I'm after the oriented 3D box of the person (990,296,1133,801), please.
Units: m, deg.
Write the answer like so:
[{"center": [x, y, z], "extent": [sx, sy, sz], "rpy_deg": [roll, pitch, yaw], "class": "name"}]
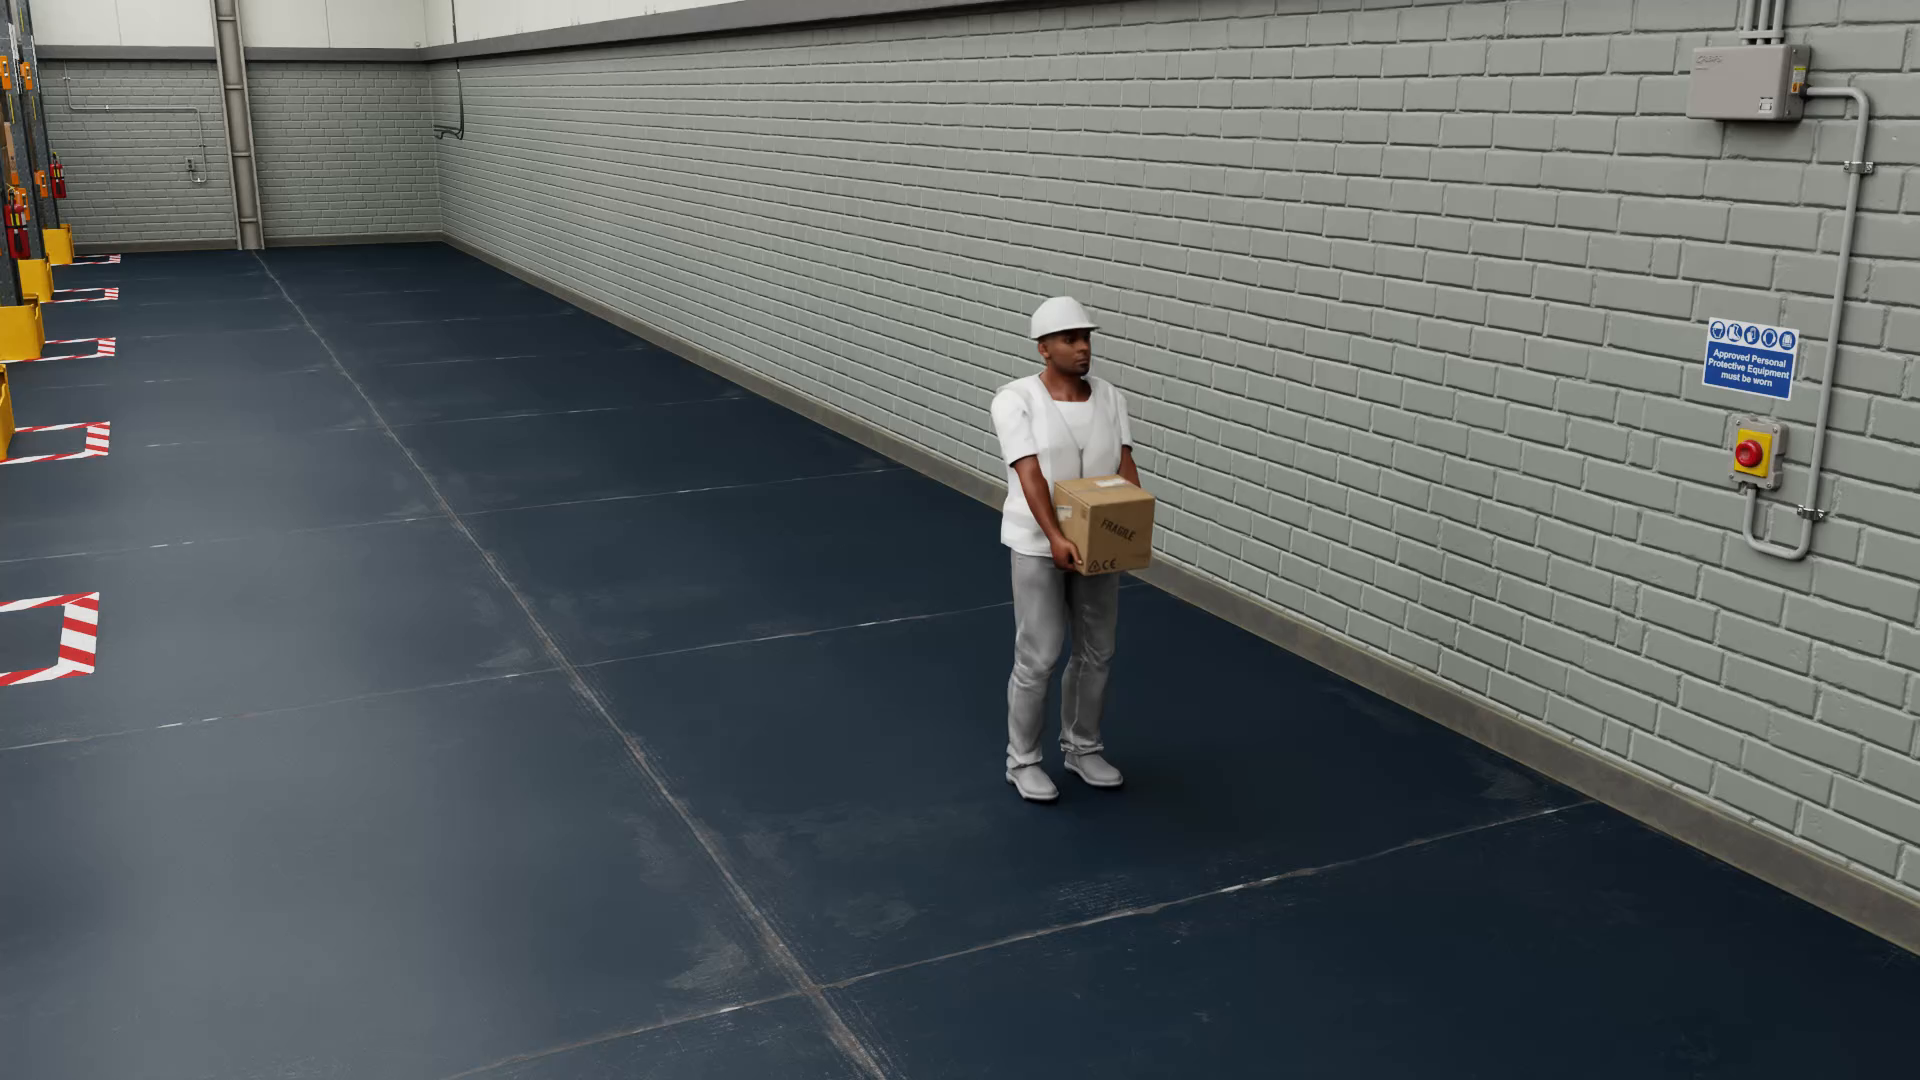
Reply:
[{"center": [0.375, 0.029, 5.878], "extent": [0.503, 1.760, 0.404], "rpy_deg": [-7, 17, -24], "class": "person"}]
